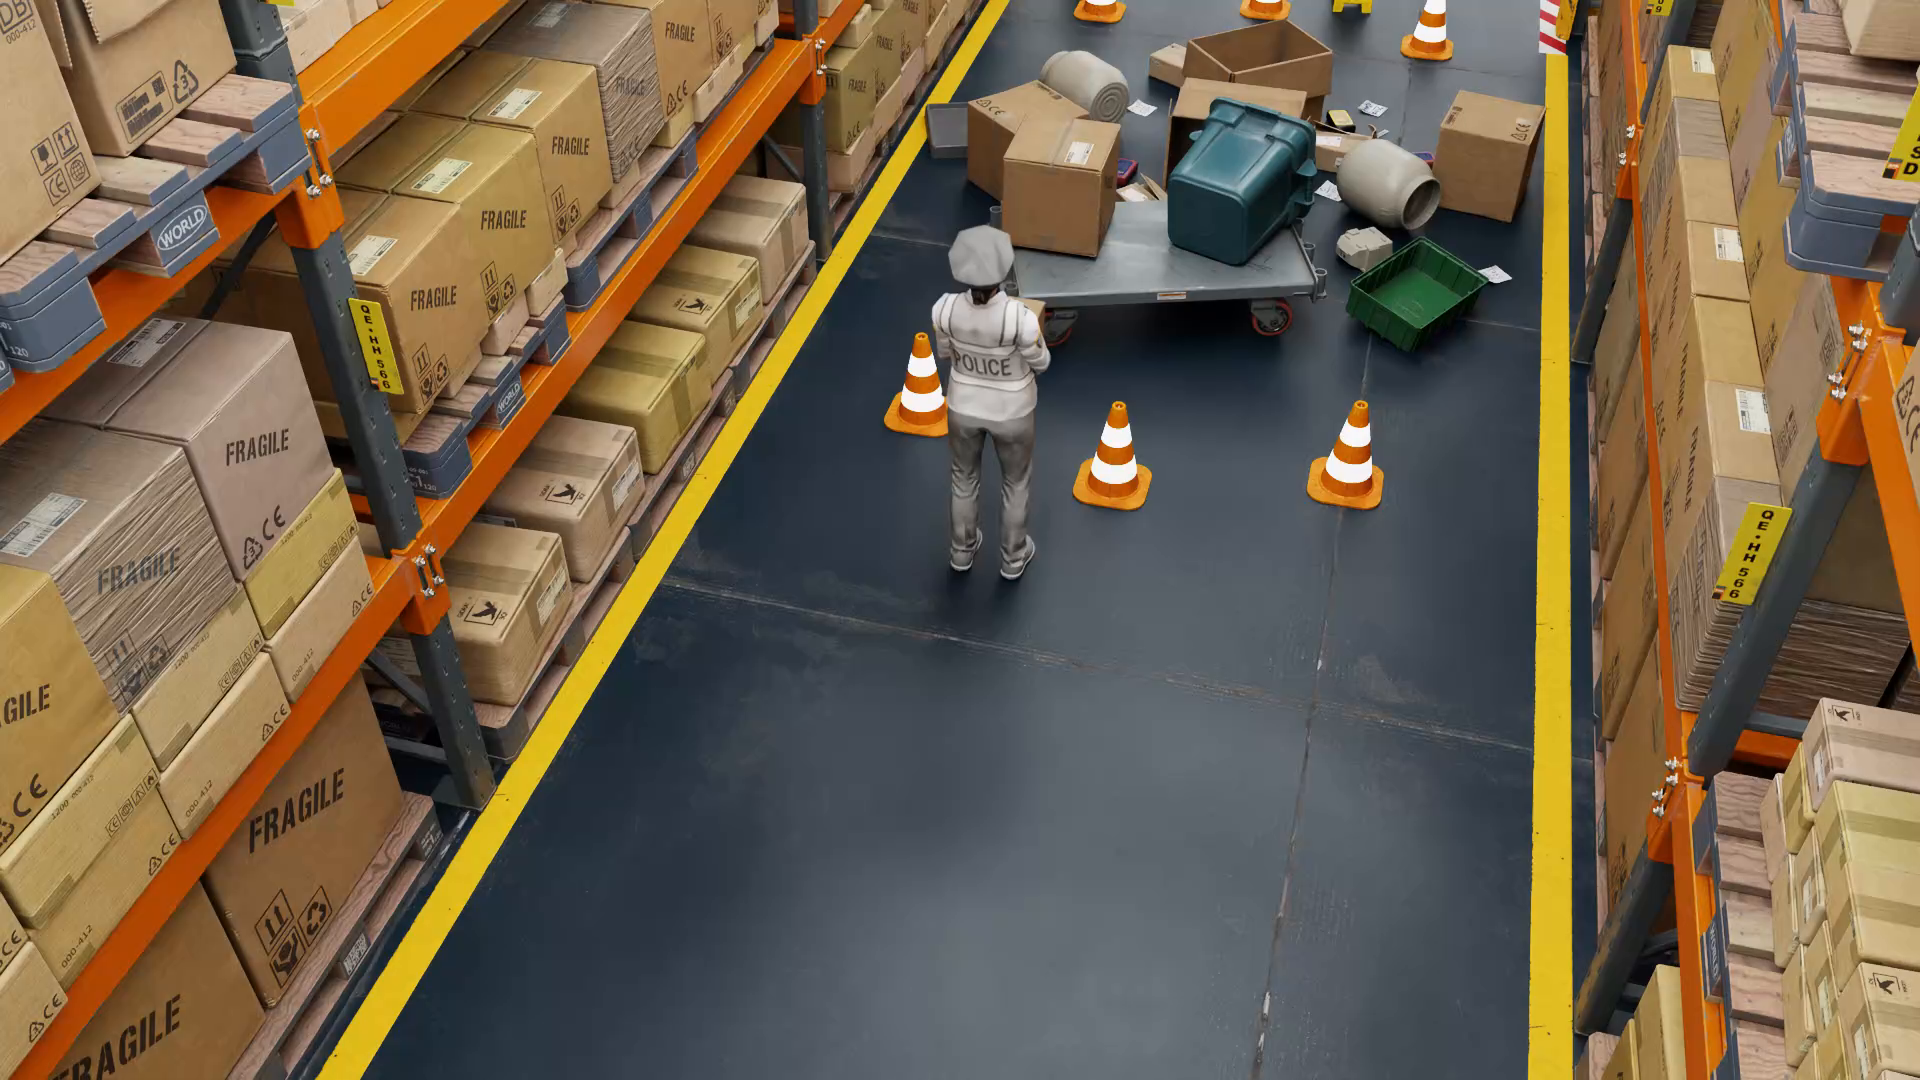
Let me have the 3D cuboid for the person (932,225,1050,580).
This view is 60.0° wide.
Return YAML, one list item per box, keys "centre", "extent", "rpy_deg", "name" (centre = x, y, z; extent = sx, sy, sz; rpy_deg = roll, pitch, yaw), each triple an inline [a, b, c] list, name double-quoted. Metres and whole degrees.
- centre: [0.137, -0.582, 6.802]
  extent: [0.461, 1.687, 0.563]
  rpy_deg: [10, 42, 11]
  name: "person"
